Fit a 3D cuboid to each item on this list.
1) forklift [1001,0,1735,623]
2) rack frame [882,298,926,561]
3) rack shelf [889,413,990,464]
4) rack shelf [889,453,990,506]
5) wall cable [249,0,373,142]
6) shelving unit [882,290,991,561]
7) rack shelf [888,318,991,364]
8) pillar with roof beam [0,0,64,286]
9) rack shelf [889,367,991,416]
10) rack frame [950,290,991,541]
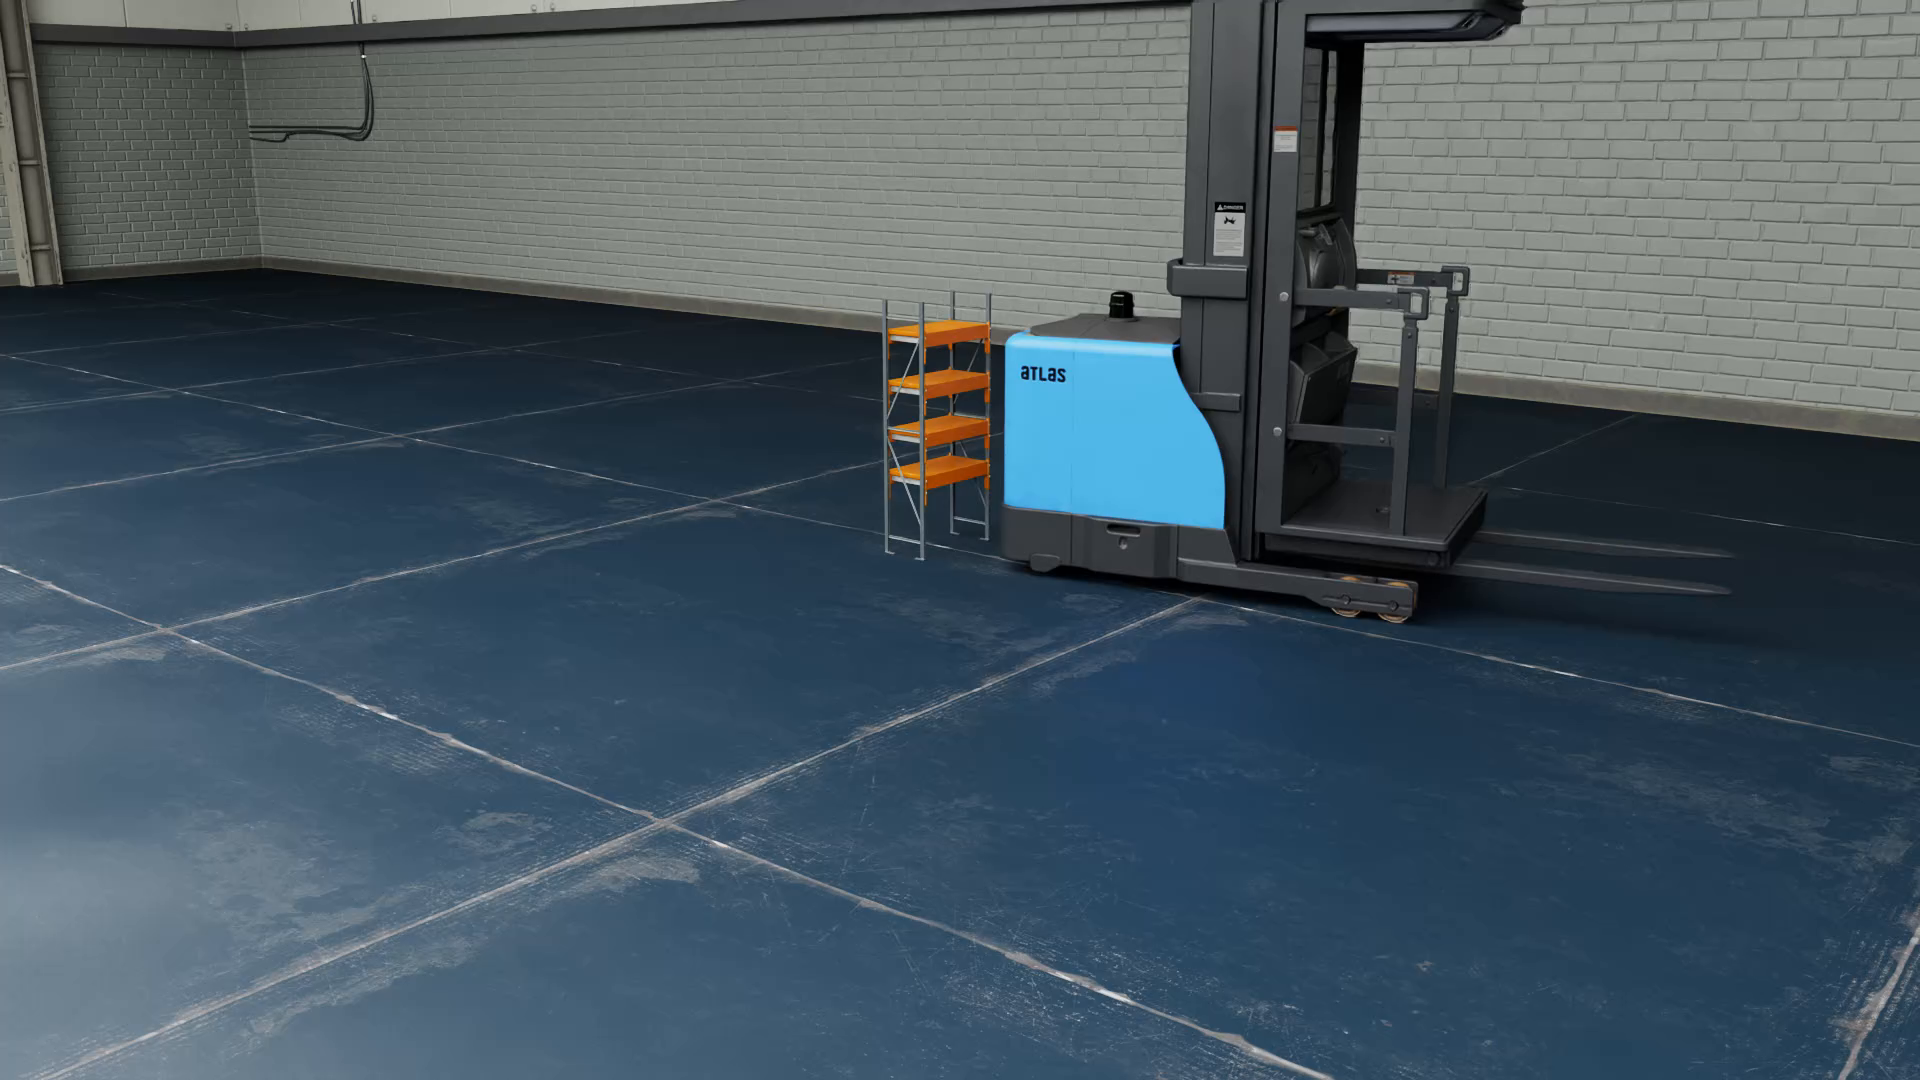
[{"bbox_3d":[1.743,-1.231,7.015,3.031,2.935,1.130,7,16,24],"label":"forklift"},{"bbox_3d":[-0.257,-0.503,7.666,0.240,1.200,0.015,11,18,38],"label":"rack frame"},{"bbox_3d":[-0.104,-0.485,7.867,0.258,0.148,0.480,11,18,38],"label":"rack shelf"},{"bbox_3d":[-0.104,-0.292,7.916,0.258,0.148,0.480,11,18,38],"label":"rack shelf"},{"bbox_3d":[-8.471,-6.374,21.244,3.097,2.526,0.112,11,18,38],"label":"wall cable"},{"bbox_3d":[-0.104,-0.550,7.850,0.258,1.200,0.503,11,18,38],"label":"shelving unit"},{"bbox_3d":[-0.104,-0.931,7.754,0.258,0.148,0.480,11,18,38],"label":"rack shelf"},{"bbox_3d":[-8.002,-6.853,16.824,9.100,9.000,0.400,11,18,38],"label":"pillar with roof beam"},{"bbox_3d":[-0.104,-0.701,7.812,0.258,0.148,0.480,11,18,38],"label":"rack shelf"},{"bbox_3d":[0.049,-0.597,8.034,0.240,1.200,0.015,11,18,38],"label":"rack frame"}]
